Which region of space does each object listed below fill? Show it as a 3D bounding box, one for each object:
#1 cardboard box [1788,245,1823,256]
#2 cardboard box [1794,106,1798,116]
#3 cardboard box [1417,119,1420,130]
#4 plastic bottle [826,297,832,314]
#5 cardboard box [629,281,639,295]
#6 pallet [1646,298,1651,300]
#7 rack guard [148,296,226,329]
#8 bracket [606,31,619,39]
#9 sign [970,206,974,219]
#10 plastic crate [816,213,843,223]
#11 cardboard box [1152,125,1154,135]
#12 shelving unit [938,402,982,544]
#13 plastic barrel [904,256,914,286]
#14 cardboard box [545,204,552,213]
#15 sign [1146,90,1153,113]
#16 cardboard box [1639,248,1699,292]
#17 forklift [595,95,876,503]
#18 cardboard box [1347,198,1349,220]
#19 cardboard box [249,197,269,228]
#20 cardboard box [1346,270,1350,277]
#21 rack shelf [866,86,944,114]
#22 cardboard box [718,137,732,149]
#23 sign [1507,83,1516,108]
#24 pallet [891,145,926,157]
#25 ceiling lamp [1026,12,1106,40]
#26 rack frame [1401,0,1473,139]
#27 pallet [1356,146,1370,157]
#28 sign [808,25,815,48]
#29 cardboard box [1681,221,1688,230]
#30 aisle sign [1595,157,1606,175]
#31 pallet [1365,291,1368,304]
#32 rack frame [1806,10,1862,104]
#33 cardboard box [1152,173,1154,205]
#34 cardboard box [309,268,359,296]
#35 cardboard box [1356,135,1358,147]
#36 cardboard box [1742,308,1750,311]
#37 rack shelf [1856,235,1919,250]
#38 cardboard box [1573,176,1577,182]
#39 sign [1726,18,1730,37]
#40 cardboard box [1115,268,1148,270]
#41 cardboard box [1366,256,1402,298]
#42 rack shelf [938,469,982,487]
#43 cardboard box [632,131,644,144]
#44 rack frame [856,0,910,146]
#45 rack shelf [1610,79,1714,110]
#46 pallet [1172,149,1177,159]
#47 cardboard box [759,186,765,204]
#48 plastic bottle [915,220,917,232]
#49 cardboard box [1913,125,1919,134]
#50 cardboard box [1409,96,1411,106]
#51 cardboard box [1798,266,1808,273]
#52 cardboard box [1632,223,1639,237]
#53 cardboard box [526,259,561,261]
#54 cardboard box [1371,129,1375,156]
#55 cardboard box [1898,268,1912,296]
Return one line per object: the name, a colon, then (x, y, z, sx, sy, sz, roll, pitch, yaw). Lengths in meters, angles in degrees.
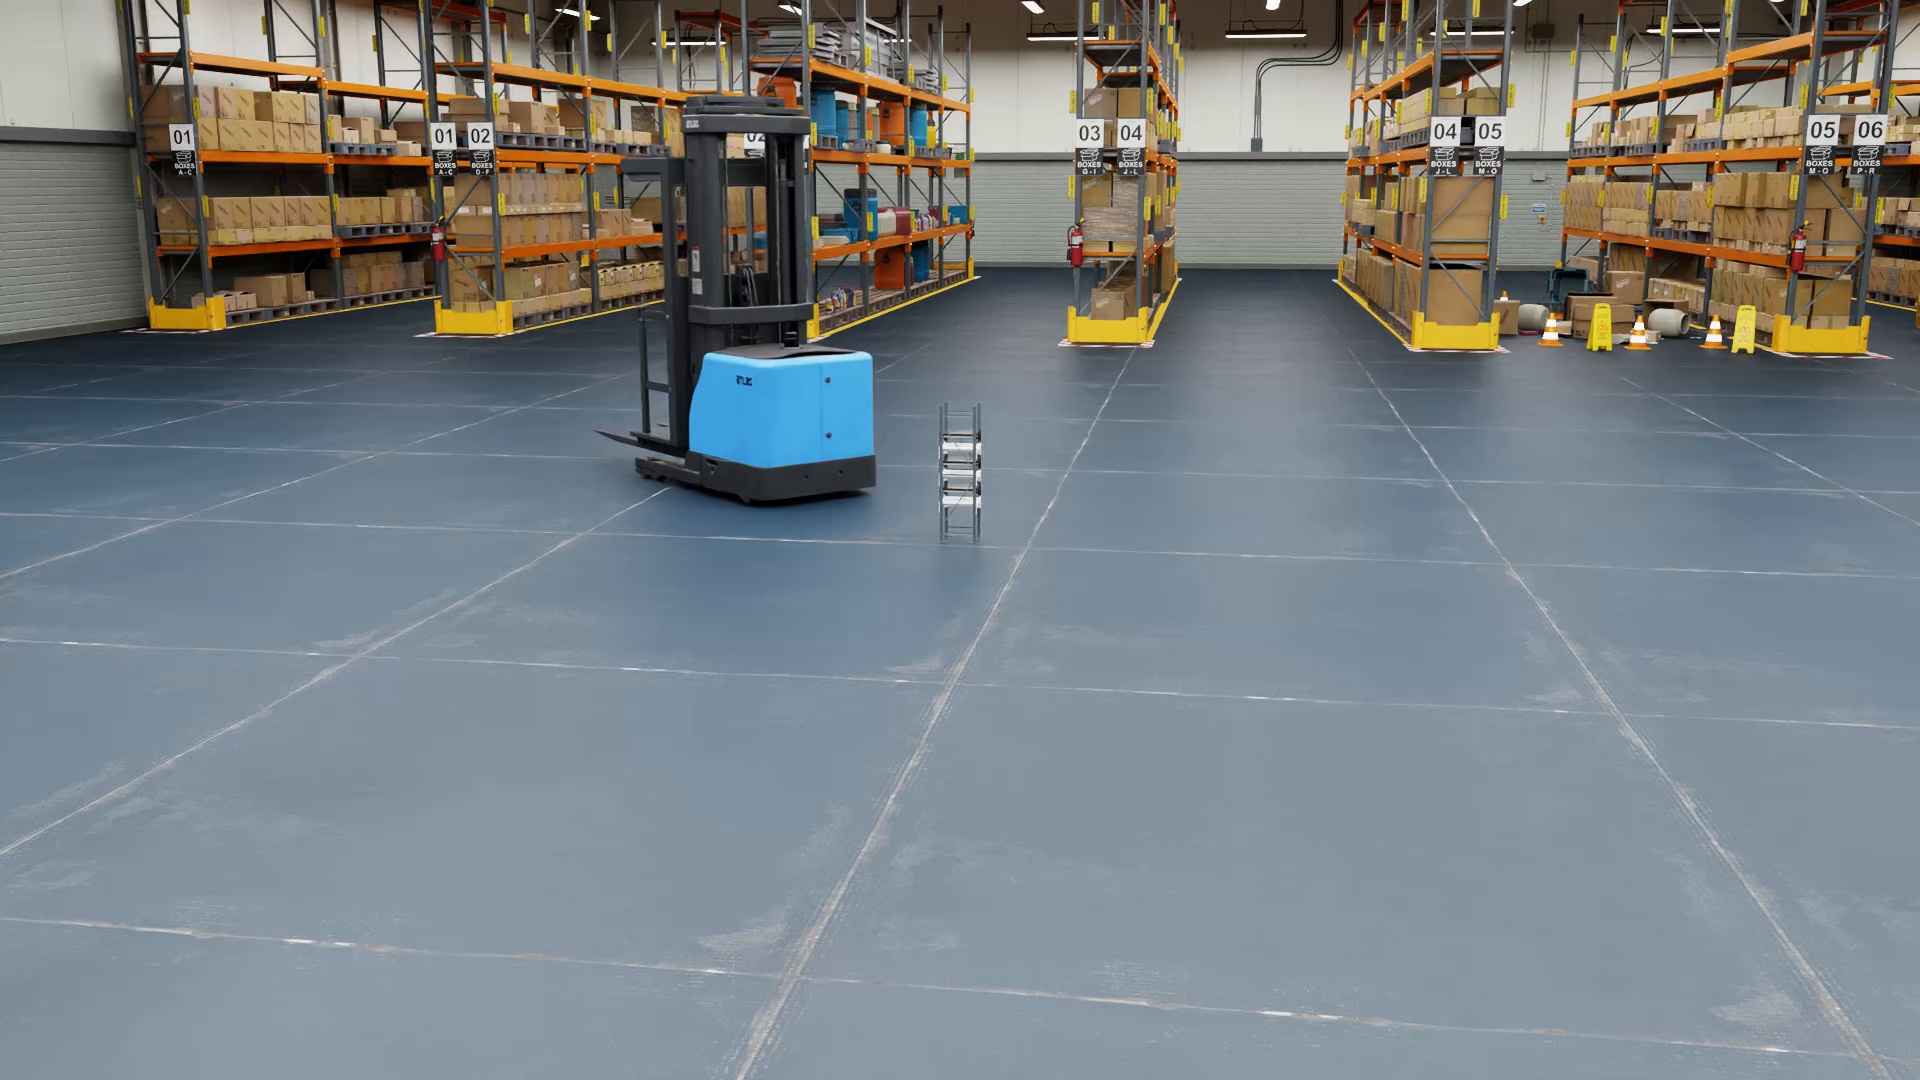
cardboard box: (11.815, -4.046, 23.242, 0.380, 0.149, 0.250, 2, 12, 11)
cardboard box: (11.807, -5.949, 23.063, 0.380, 0.149, 0.250, 2, 12, 10)
cardboard box: (6.935, -6.113, 24.480, 0.380, 0.149, 0.250, 2, 12, 8)
plastic bottle: (-2.130, -3.814, 27.002, 0.097, 0.271, 0.097, 0, 12, 0)
cardboard box: (-6.453, -4.816, 31.752, 0.500, 0.250, 0.500, 2, 12, 10)
pallet: (13.078, -4.223, 30.089, 1.003, 0.211, 1.213, 2, 12, 9)
rack guard: (-12.494, -3.680, 26.883, 1.175, 0.500, 0.348, 2, 12, 9)
bracket: (-9.706, -14.068, 46.365, 0.235, 0.232, 0.430, 2, 12, 9)
sign: (0.290, -7.961, 40.428, 0.100, 0.325, 0.005, 2, 12, 9)
plastic crate: (-2.330, -5.540, 29.428, 0.402, 0.464, 0.583, 2, 12, 9)
cardboard box: (2.926, -6.582, 26.706, 0.380, 0.149, 0.250, 1, 12, 7)
shelving unit: (0.001, -0.442, 10.906, 0.258, 0.900, 0.210, 2, 12, 9)
plastic barrel: (-1.254, -5.595, 34.560, 0.600, 0.588, 0.708, 2, 12, 9)
cardboard box: (-7.060, -5.542, 27.812, 0.380, 0.149, 0.250, 2, 12, 11)
sign: (2.713, -6.281, 23.823, 0.100, 0.325, 0.005, 2, 12, 9)
cardboard box: (13.388, -5.057, 31.384, 0.875, 0.875, 0.875, 2, 12, 8)
forklift: (-1.943, -1.954, 13.105, 1.130, 2.935, 3.031, -9, 15, -37)
cardboard box: (9.124, -7.551, 37.969, 0.500, 0.500, 0.500, 2, 12, 9)
cardboard box: (-11.964, -5.489, 27.871, 0.500, 0.500, 0.500, 1, 12, 7)
cardboard box: (8.919, -6.003, 37.497, 0.380, 0.149, 0.250, 1, 12, 6)
rack shelf: (-1.179, -9.032, 34.202, 1.077, 0.370, 4.000, 2, 12, 9)
cardboard box: (-5.445, -8.955, 37.476, 0.500, 0.250, 0.500, 2, 12, 9)
sign: (7.610, -6.136, 22.963, 0.100, 0.325, 0.005, 2, 12, 9)
pallet: (-1.272, -7.761, 33.212, 1.003, 0.211, 1.213, 2, 12, 9)
ceiling lamp: (2.645, -14.159, 41.479, 2.000, 3.185, 0.800, 2, 12, 9)
rack frame: (7.678, -7.988, 26.701, 1.000, 3.000, 0.127, 2, 12, 9)
pallet: (8.552, -7.755, 33.181, 1.213, 0.211, 1.003, 2, 12, 9)
sign: (-2.174, -7.377, 24.360, 0.100, 0.325, 0.005, 2, 12, 9)
cardboard box: (12.670, -5.435, 28.692, 0.380, 0.149, 0.250, 2, 12, 10)
aisle sign: (14.747, -8.690, 38.026, 0.394, 0.787, 0.004, 2, 12, 9)
pallet: (8.415, -4.688, 32.245, 1.003, 0.211, 1.213, 2, 12, 9)
rack frame: (19.335, -10.187, 36.903, 1.000, 3.000, 0.127, 2, 12, 9)
cardboard box: (2.842, -5.610, 26.587, 0.500, 0.500, 0.500, 2, 12, 9)
cardboard box: (-11.794, -4.866, 31.341, 0.700, 0.500, 0.500, 2, 12, 11)
cardboard box: (8.895, -8.679, 36.196, 0.500, 0.250, 0.500, 2, 12, 11)
cardboard box: (11.990, -3.339, 24.895, 0.500, 0.250, 0.500, 1, 12, 7)
rack shelf: (18.412, -5.654, 31.815, 1.077, 0.370, 4.000, 2, 12, 9)
cardboard box: (13.979, -8.097, 37.294, 0.380, 0.149, 0.250, 2, 12, 10)
sign: (13.737, -9.161, 29.739, 0.100, 0.325, 0.005, 2, 12, 9)
cardboard box: (3.252, -4.807, 31.069, 0.700, 0.500, 0.500, 1, 12, 4)
cardboard box: (8.110, -4.870, 30.815, 1.050, 0.750, 0.750, 2, 12, 8)
rack shelf: (0.001, -0.409, 10.913, 0.258, 0.077, 0.200, 2, 12, 9)
cardboard box: (-6.457, -7.784, 32.232, 0.500, 0.250, 0.500, 2, 12, 10)
rack frame: (-1.486, -9.163, 32.152, 1.000, 3.000, 0.127, 2, 12, 9)
rack shelf: (13.507, -8.551, 31.968, 1.077, 0.370, 4.000, 2, 12, 9)
pallet: (4.534, -9.004, 38.742, 1.003, 0.211, 1.213, 2, 12, 9)
cardboard box: (-5.024, -8.388, 40.185, 0.500, 0.500, 0.500, 2, 12, 10)
plastic bottle: (-0.928, -6.443, 34.074, 0.097, 0.271, 0.097, 0, 12, 0)
cardboard box: (18.065, -7.674, 31.063, 0.380, 0.149, 0.250, 2, 12, 9)
cardboard box: (7.131, -6.766, 25.619, 0.380, 0.149, 0.250, 2, 12, 9)
cardboard box: (19.148, -6.115, 37.177, 0.797, 0.503, 0.637, 1, 12, 6)
cardboard box: (13.084, -5.896, 31.589, 0.500, 0.250, 0.500, 2, 12, 10)
cardboard box: (-7.376, -4.701, 29.435, 0.500, 0.500, 0.500, 2, 12, 9)
cardboard box: (8.194, -7.635, 31.945, 0.500, 0.500, 0.500, 2, 12, 9)
cardboard box: (18.123, -4.880, 31.455, 0.500, 0.500, 0.500, 2, 12, 11)
